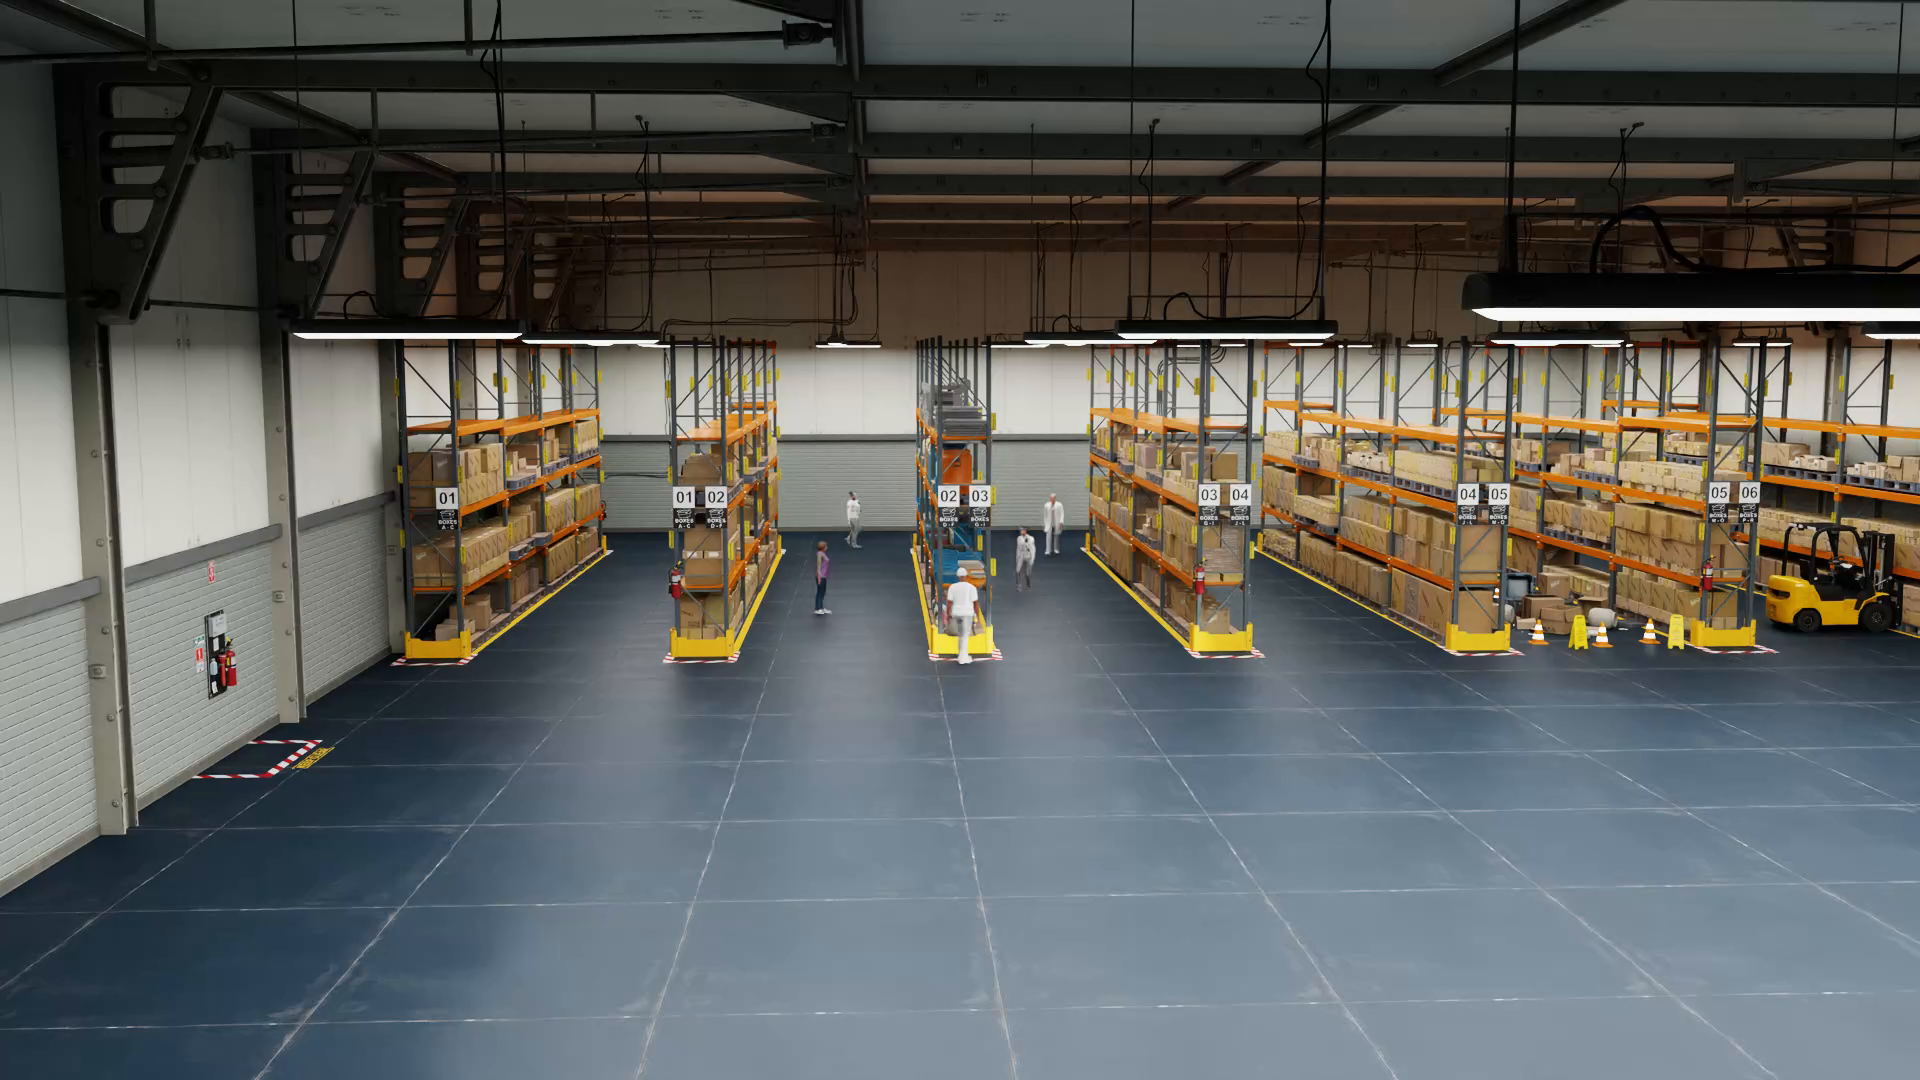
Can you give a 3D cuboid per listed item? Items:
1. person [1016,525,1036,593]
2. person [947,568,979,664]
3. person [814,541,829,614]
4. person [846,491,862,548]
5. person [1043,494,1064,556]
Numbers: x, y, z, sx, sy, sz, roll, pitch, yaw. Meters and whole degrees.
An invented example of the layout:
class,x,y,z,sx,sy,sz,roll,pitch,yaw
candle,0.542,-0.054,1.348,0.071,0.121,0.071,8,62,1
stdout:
class,x,y,z,sx,sy,sz,roll,pitch,yaw
person,1.541,0.501,39.385,0.497,1.728,0.607,2,7,17
person,0.126,1.376,30.626,0.606,1.763,0.644,6,9,40
person,-3.013,0.820,36.269,0.332,1.599,0.521,1,7,10
person,-3.102,-0.611,48.324,0.490,1.667,0.461,1,7,6
person,2.608,-0.429,46.466,0.599,1.726,1.109,1,7,8
